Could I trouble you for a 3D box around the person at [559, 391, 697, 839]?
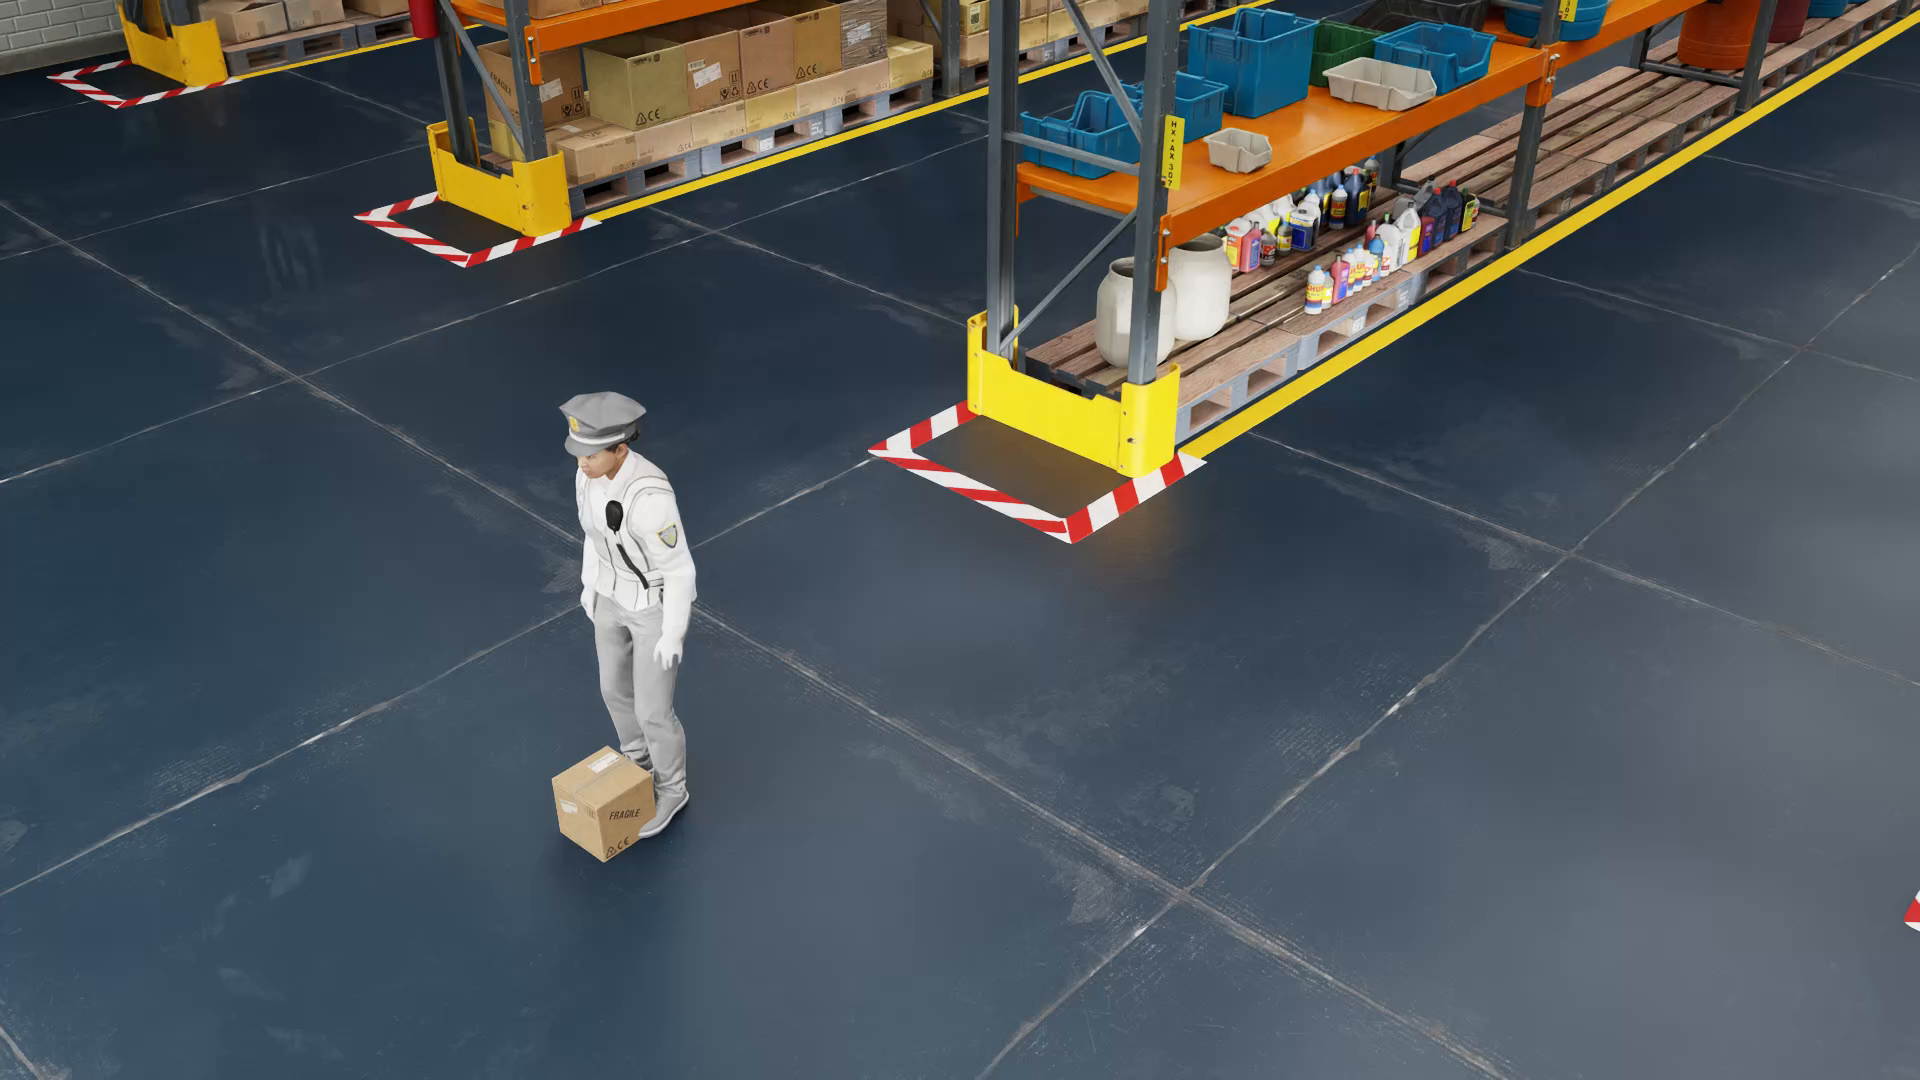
[{"bbox_3d":[-1.128,0.247,5.728,0.524,1.663,0.407,26,40,35],"label":"person"}]
